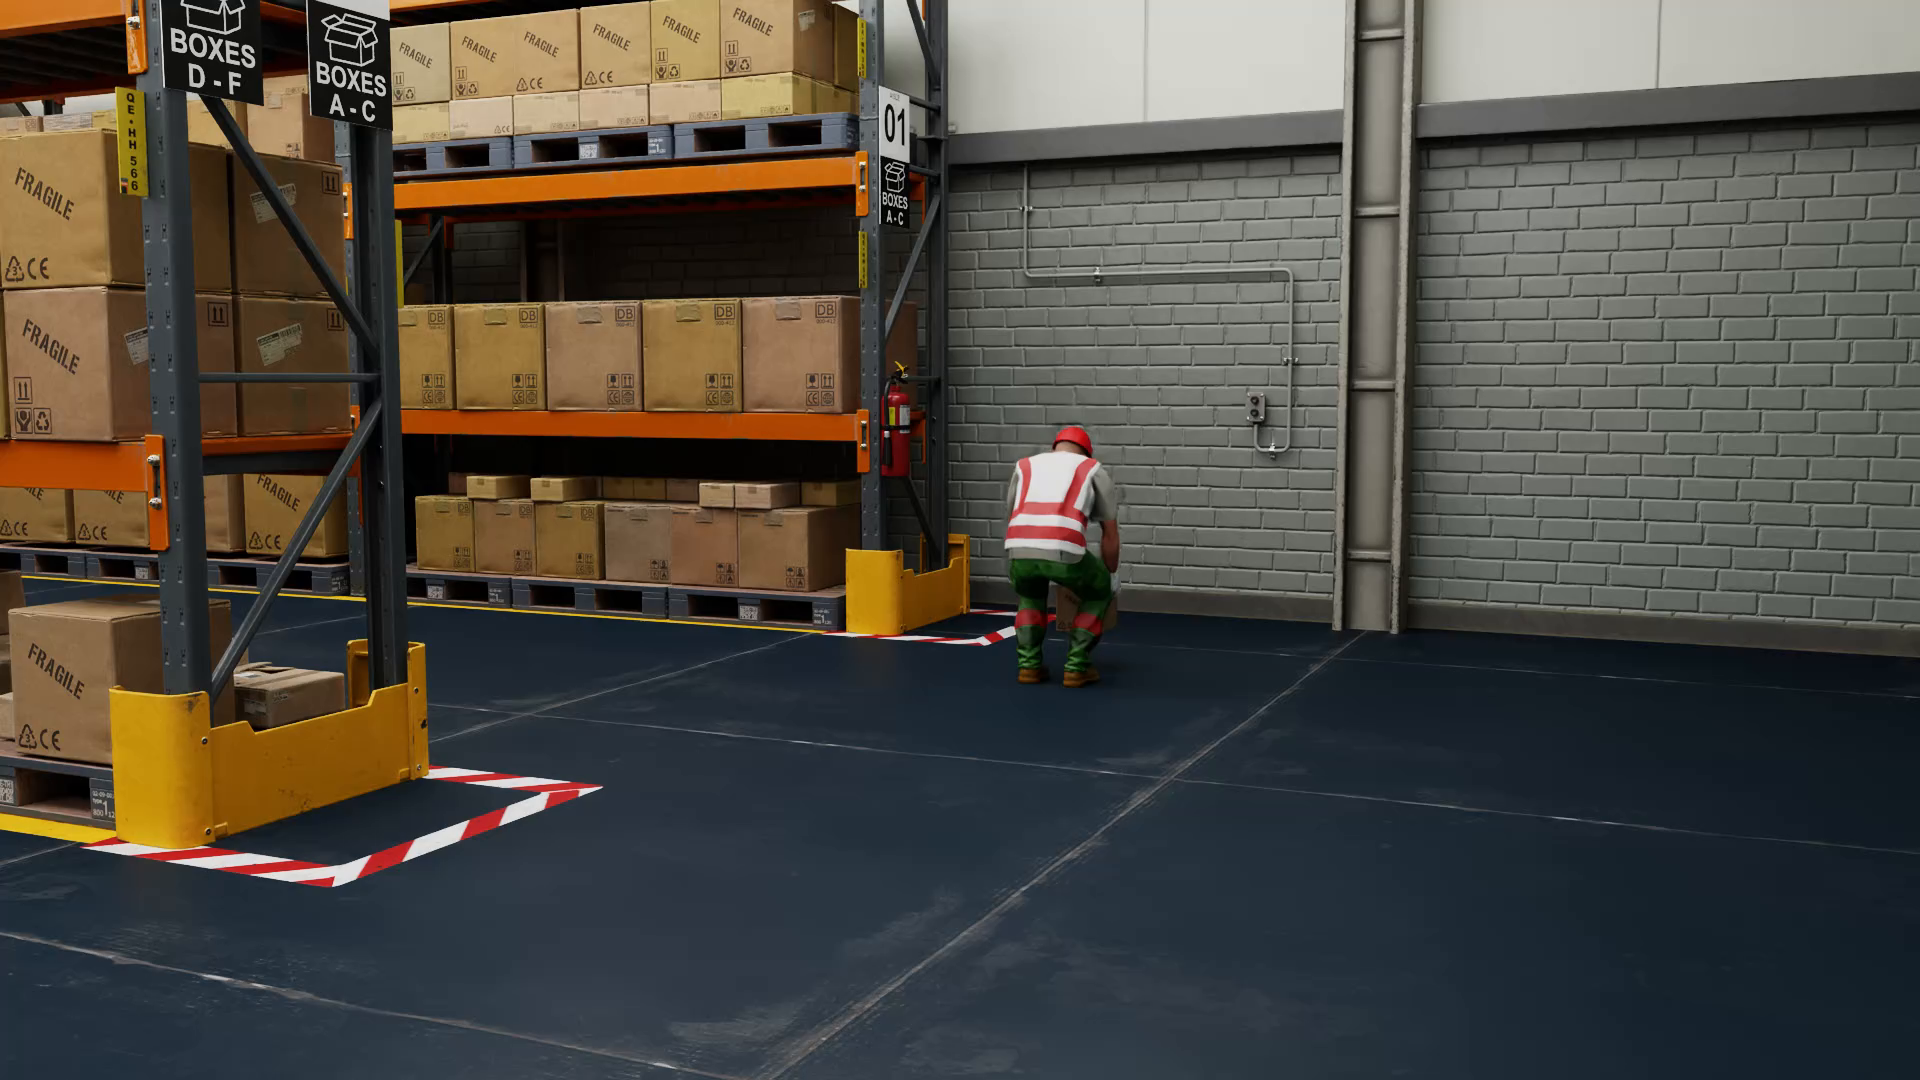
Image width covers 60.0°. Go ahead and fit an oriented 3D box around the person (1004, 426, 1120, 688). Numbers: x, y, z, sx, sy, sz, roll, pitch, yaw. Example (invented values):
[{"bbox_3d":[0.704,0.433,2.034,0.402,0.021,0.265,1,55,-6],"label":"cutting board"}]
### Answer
[{"bbox_3d":[0.476,0.071,8.354,0.585,1.267,0.825,2,6,24],"label":"person"}]
